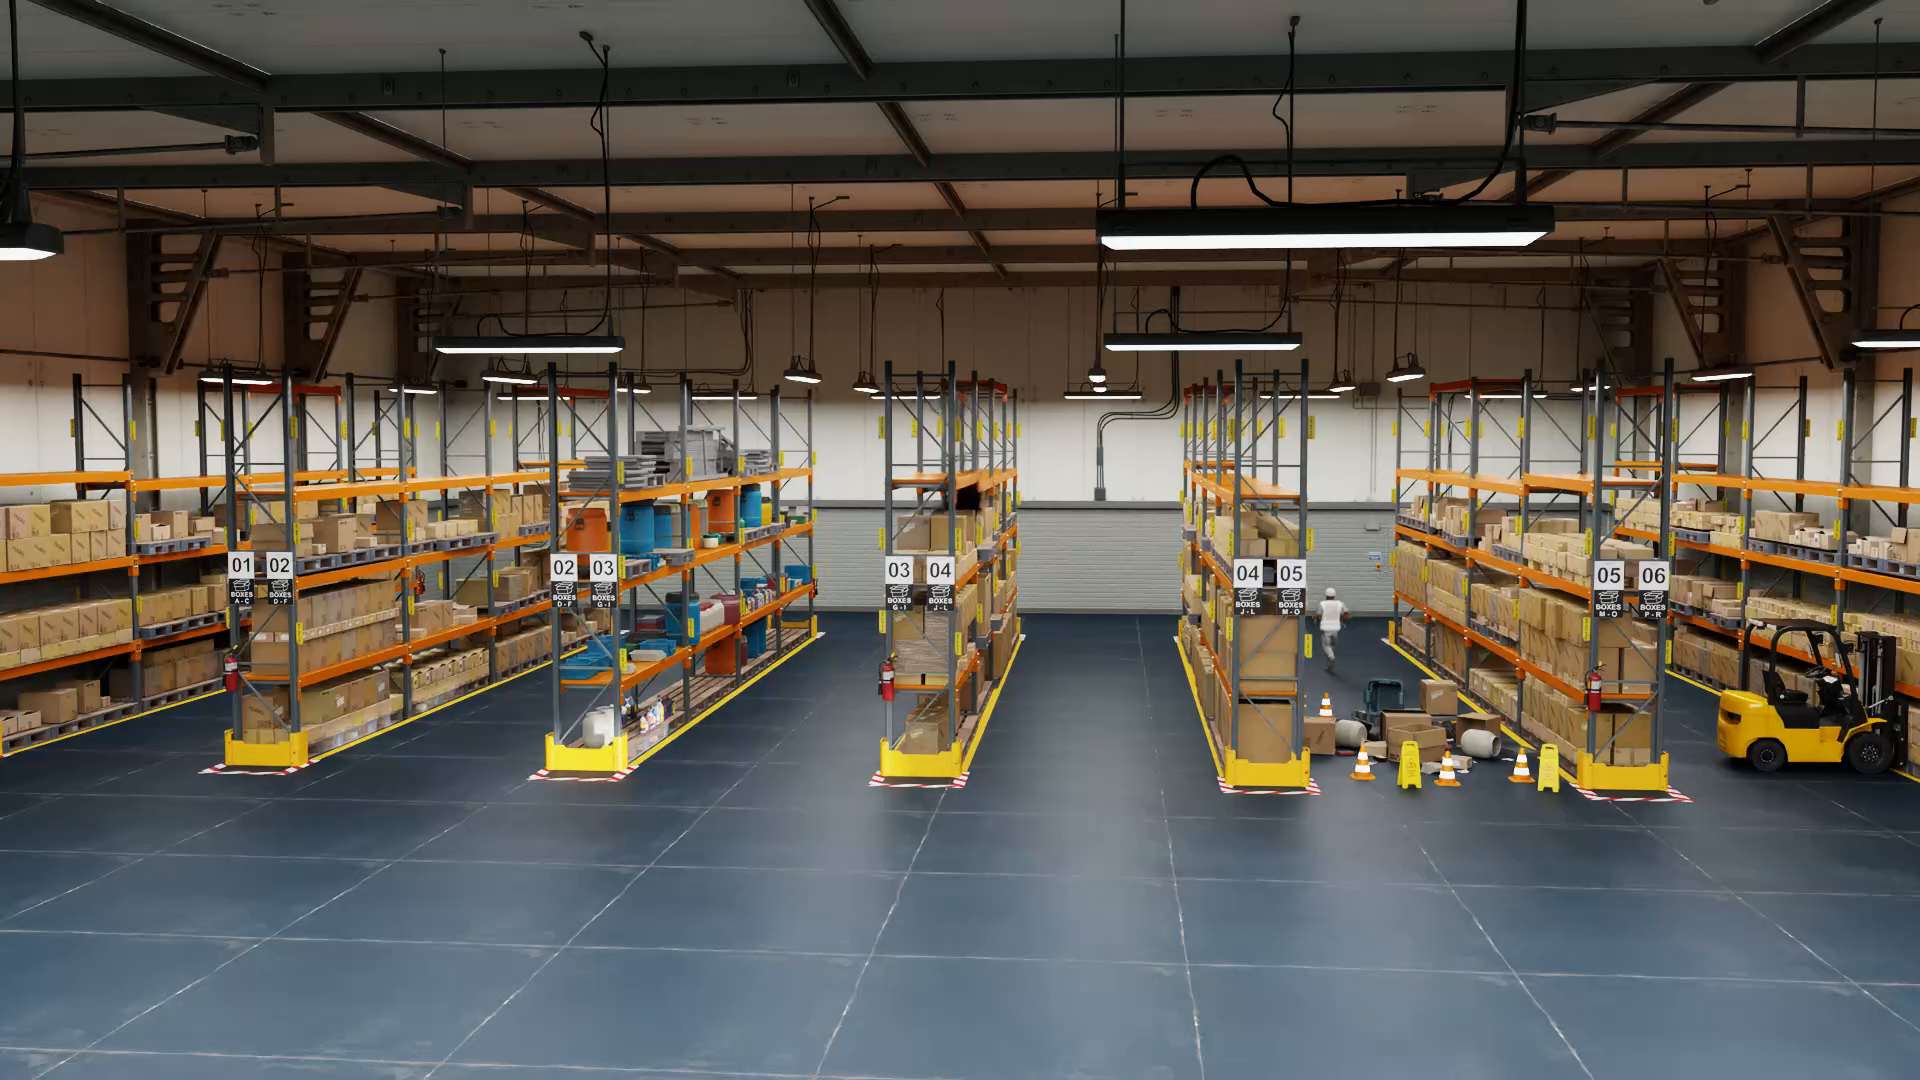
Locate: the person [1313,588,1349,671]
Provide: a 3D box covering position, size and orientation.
[{"bbox_3d":[7.678,1.873,34.339,0.664,1.759,0.889,0,4,-5],"label":"person"}]
